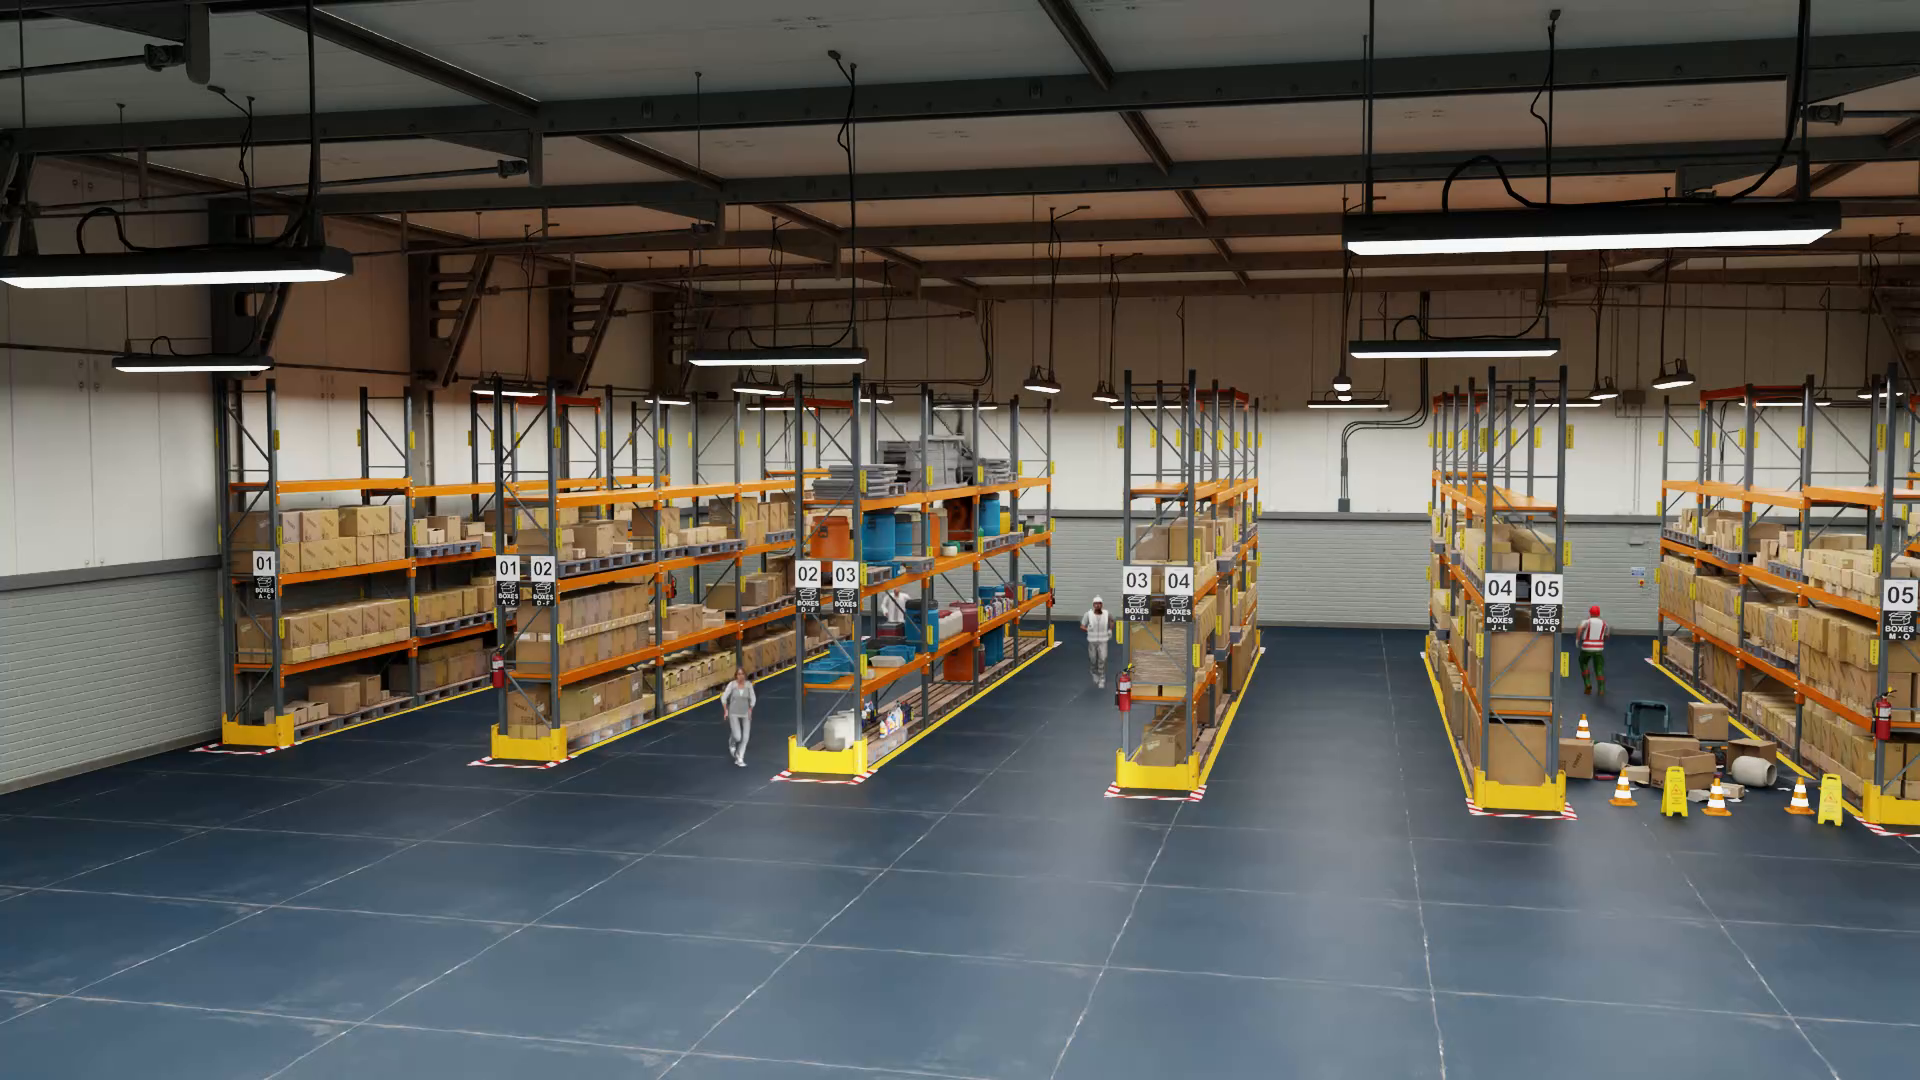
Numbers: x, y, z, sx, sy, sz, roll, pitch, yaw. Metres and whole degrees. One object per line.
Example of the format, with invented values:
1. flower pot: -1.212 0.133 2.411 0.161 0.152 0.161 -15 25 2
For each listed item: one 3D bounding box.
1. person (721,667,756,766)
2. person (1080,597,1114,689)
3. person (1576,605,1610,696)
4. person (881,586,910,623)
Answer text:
1. person: -3.380 2.705 25.494 0.523 1.549 0.572 -1 4 -18
2. person: 2.736 2.020 33.104 0.684 1.771 0.969 0 3 3
3. person: 12.309 2.161 32.386 0.671 1.783 0.884 1 3 9
4. person: -1.460 1.847 38.083 0.715 1.740 0.618 0 3 8
